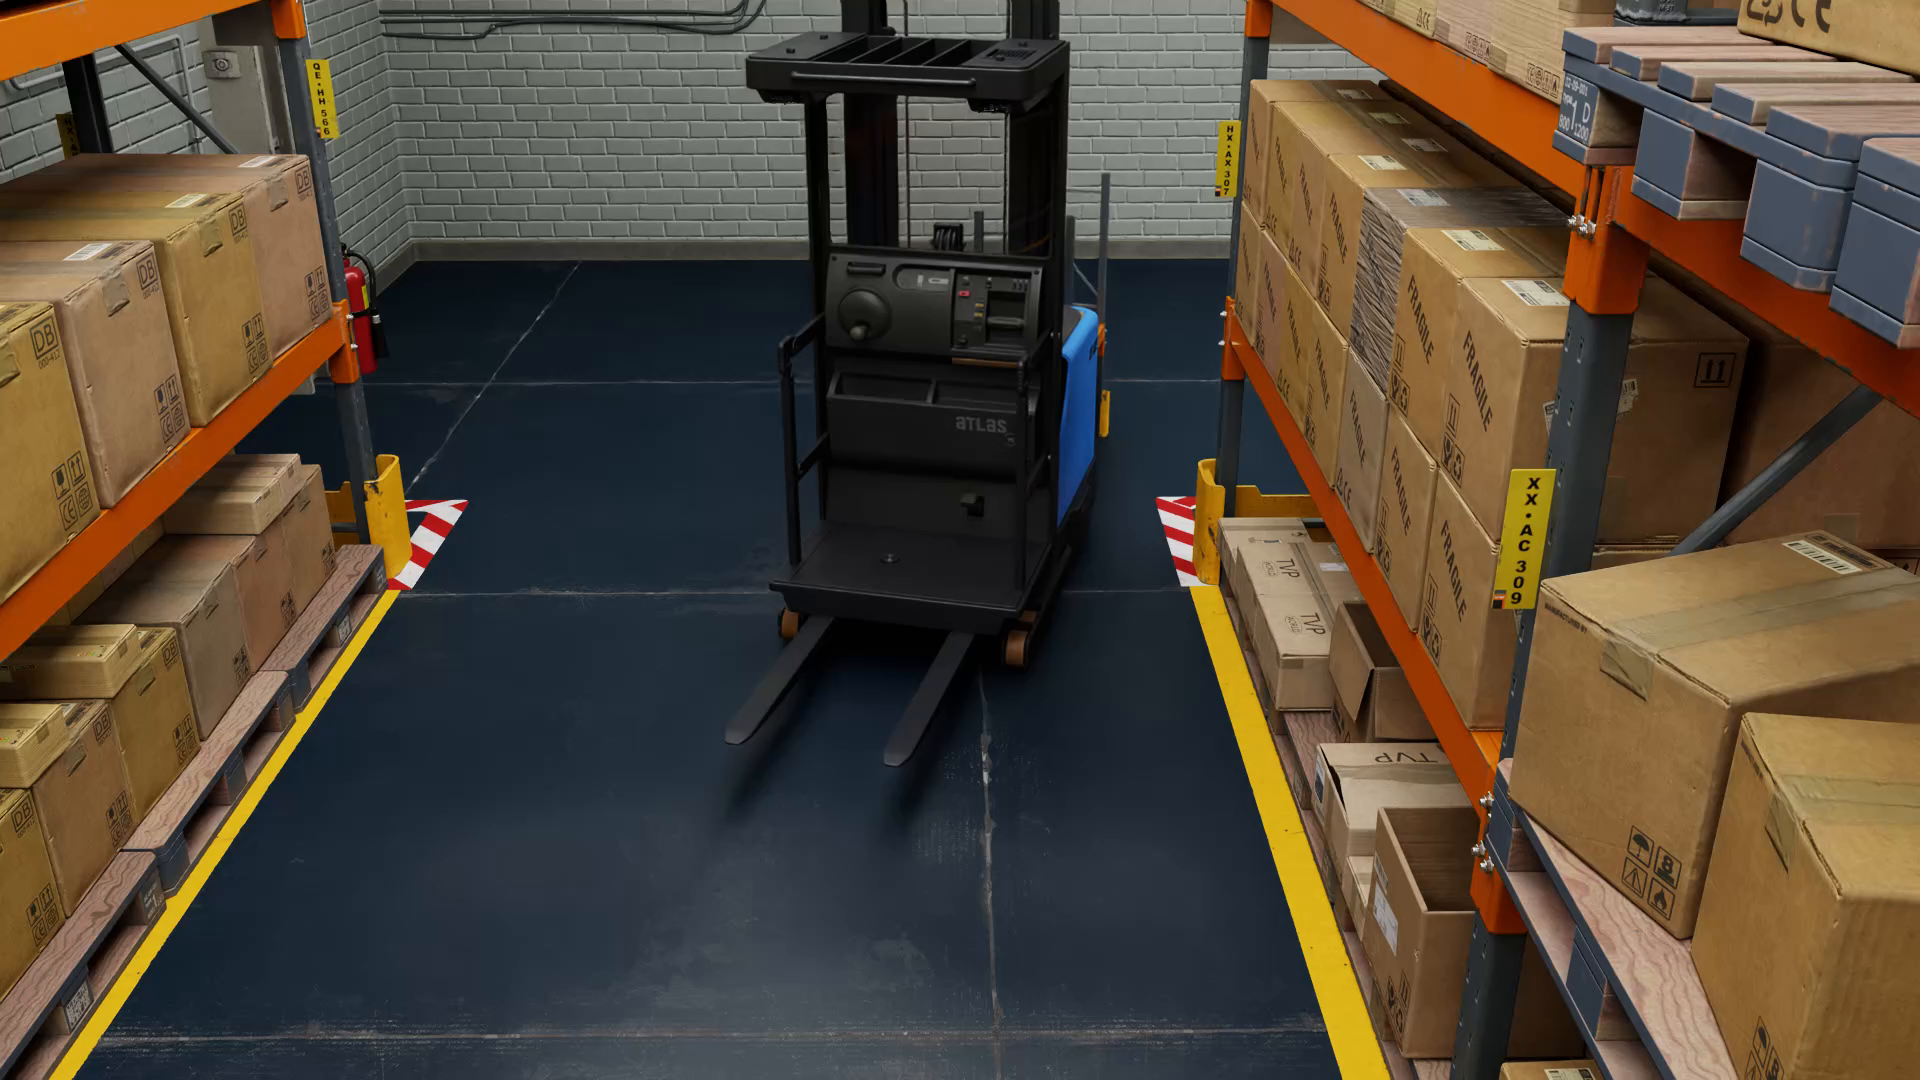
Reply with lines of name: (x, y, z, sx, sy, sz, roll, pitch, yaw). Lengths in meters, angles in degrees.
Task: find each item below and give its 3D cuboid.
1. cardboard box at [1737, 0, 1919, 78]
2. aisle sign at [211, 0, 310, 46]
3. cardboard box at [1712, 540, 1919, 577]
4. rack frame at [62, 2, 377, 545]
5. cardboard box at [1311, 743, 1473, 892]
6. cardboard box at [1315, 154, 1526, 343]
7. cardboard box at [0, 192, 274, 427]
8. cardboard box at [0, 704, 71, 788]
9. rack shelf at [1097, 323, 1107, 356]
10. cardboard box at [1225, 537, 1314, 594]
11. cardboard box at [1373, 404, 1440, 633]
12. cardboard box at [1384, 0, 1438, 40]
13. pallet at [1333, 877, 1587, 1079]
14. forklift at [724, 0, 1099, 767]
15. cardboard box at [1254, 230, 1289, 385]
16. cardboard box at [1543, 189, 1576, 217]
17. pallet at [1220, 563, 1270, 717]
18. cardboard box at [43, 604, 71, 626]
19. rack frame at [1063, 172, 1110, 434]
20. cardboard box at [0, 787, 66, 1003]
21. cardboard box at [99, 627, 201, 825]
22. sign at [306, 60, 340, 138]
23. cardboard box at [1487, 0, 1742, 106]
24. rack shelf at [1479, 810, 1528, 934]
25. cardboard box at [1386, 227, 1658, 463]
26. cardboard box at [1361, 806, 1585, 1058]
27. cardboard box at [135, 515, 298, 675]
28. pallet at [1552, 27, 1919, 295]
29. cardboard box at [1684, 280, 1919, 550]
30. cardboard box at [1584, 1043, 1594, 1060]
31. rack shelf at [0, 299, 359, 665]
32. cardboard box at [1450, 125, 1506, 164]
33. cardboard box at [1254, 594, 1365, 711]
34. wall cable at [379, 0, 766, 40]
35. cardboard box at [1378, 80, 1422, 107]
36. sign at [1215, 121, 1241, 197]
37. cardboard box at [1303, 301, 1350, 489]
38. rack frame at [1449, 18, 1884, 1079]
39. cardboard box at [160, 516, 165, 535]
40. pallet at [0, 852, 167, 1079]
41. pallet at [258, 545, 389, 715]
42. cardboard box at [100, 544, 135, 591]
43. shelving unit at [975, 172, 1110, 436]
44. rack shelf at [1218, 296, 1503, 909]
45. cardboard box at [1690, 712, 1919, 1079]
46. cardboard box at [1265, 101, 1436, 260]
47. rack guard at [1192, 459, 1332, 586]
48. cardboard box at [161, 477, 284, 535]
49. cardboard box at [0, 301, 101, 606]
cardboard box: (1.683, -1.052, 2.543, 0.600, 0.600, 0.600, -3, 24, -6)
aisle sign: (-2.947, -2.450, 6.873, 0.394, 0.787, 0.004, 0, 24, -1)
cardboard box: (2.018, 0.133, 4.195, 0.500, 0.500, 0.500, 0, 24, 1)
rack frame: (-3.246, -1.235, 7.340, 1.000, 3.000, 0.127, 0, 24, -1)
cardboard box: (1.453, 0.872, 5.412, 0.500, 0.311, 0.500, 0, 24, -1)
cardboard box: (1.469, -0.945, 5.365, 0.500, 0.500, 0.500, 0, 24, -1)
cardboard box: (-3.211, -0.862, 6.151, 0.980, 0.700, 0.700, 0, 24, -1)
cardboard box: (-2.929, 0.615, 4.987, 0.380, 0.149, 0.250, 1, 24, 1)
rack shelf: (0.444, -0.958, 8.984, 0.538, 0.185, 1.000, 6, 25, 13)
cardboard box: (1.371, 0.109, 7.274, 0.380, 0.166, 0.250, 0, 24, -1)
cardboard box: (1.482, -0.073, 4.651, 0.500, 0.500, 0.500, 0, 24, 1)
cardboard box: (1.471, -1.520, 4.513, 0.500, 0.250, 0.500, 0, 24, -1)
pallet: (1.744, 1.377, 4.949, 1.003, 0.211, 1.213, 0, 24, -1)
forklift: (-0.165, -0.964, 6.826, 1.130, 2.935, 3.031, 6, 25, 13)
cardboard box: (1.459, -0.908, 6.496, 0.500, 0.500, 0.500, 0, 24, -1)
cardboard box: (2.016, -0.731, 4.893, 0.500, 0.500, 0.500, -1, 24, -2)
pallet: (1.718, 0.372, 7.172, 1.003, 0.211, 1.213, 0, 24, -1)
cardboard box: (-3.322, 0.281, 5.725, 0.380, 0.149, 0.250, -1, 24, -2)
rack frame: (0.569, -1.325, 9.359, 0.500, 1.500, 0.032, 6, 25, 13)
cardboard box: (-3.108, 1.052, 4.807, 0.700, 0.500, 0.500, 0, 24, 0)
cardboard box: (-3.114, 0.634, 5.732, 0.700, 0.500, 0.500, 0, 24, 1)
sign: (-2.703, -1.867, 7.046, 0.100, 0.325, 0.005, 0, 24, -1)
cardboard box: (1.480, -1.108, 3.602, 0.500, 0.250, 0.500, 0, 24, -1)
rack shelf: (1.773, 1.541, 2.075, 1.077, 0.370, 4.000, 0, 24, -1)
cardboard box: (1.478, -0.530, 4.447, 0.500, 0.500, 0.500, -1, 24, -2)
cardboard box: (1.461, 1.095, 4.689, 0.500, 0.500, 0.500, 0, 24, -1)
cardboard box: (-3.133, 0.207, 6.676, 0.700, 0.500, 0.500, 0, 24, -1)
pallet: (1.688, -0.622, 2.574, 1.213, 0.211, 1.003, 0, 24, -1)
cardboard box: (2.027, -0.307, 3.954, 0.500, 0.500, 0.500, 0, 24, 1)
cardboard box: (1.963, 1.240, 4.597, 0.500, 0.311, 0.500, 0, 24, -1)
rack shelf: (-3.224, -0.083, 5.666, 1.077, 0.370, 4.000, 0, 24, -1)
cardboard box: (2.004, -1.156, 5.831, 0.500, 0.500, 0.500, 0, 24, 1)
cardboard box: (1.441, 0.431, 6.460, 0.500, 0.250, 0.500, 0, 24, -1)
wall cable: (-2.950, -4.886, 11.901, 3.097, 2.526, 0.112, 0, 24, -1)
cardboard box: (1.987, -1.578, 6.764, 0.500, 0.500, 0.500, 0, 24, -1)
sign: (1.165, -1.651, 7.209, 0.100, 0.325, 0.005, 0, 24, -1)
cardboard box: (1.466, -0.495, 5.583, 0.500, 0.500, 0.500, 0, 24, 0)
rack frame: (1.751, 0.390, 3.749, 1.000, 3.000, 0.127, 0, 24, -1)
cardboard box: (-3.333, -0.137, 6.649, 0.380, 0.149, 0.250, 0, 24, 0)
pallet: (-3.132, 1.370, 4.964, 1.003, 0.211, 1.213, 0, 24, -1)
pallet: (-3.159, 0.365, 7.187, 1.003, 0.211, 1.213, 0, 24, -1)
cardboard box: (-3.328, 0.071, 6.189, 0.380, 0.149, 0.250, 0, 24, 0)
shelving unit: (0.446, -1.125, 8.918, 0.587, 1.500, 1.083, 6, 25, 13)
rack shelf: (1.729, -0.107, 5.719, 1.077, 0.370, 4.000, 0, 24, -1)
cardboard box: (1.603, 0.632, 2.582, 0.700, 0.500, 0.500, 4, 25, 8)
cardboard box: (1.462, -1.360, 6.283, 0.500, 0.500, 0.500, 0, 24, 0)
rack guard: (1.708, -0.088, 7.839, 1.175, 0.500, 0.348, 0, 24, -1)
cardboard box: (-2.951, -0.137, 6.650, 0.380, 0.149, 0.250, 0, 24, 1)
cardboard box: (-3.194, -0.248, 4.794, 0.980, 0.700, 0.700, -1, 24, -2)
